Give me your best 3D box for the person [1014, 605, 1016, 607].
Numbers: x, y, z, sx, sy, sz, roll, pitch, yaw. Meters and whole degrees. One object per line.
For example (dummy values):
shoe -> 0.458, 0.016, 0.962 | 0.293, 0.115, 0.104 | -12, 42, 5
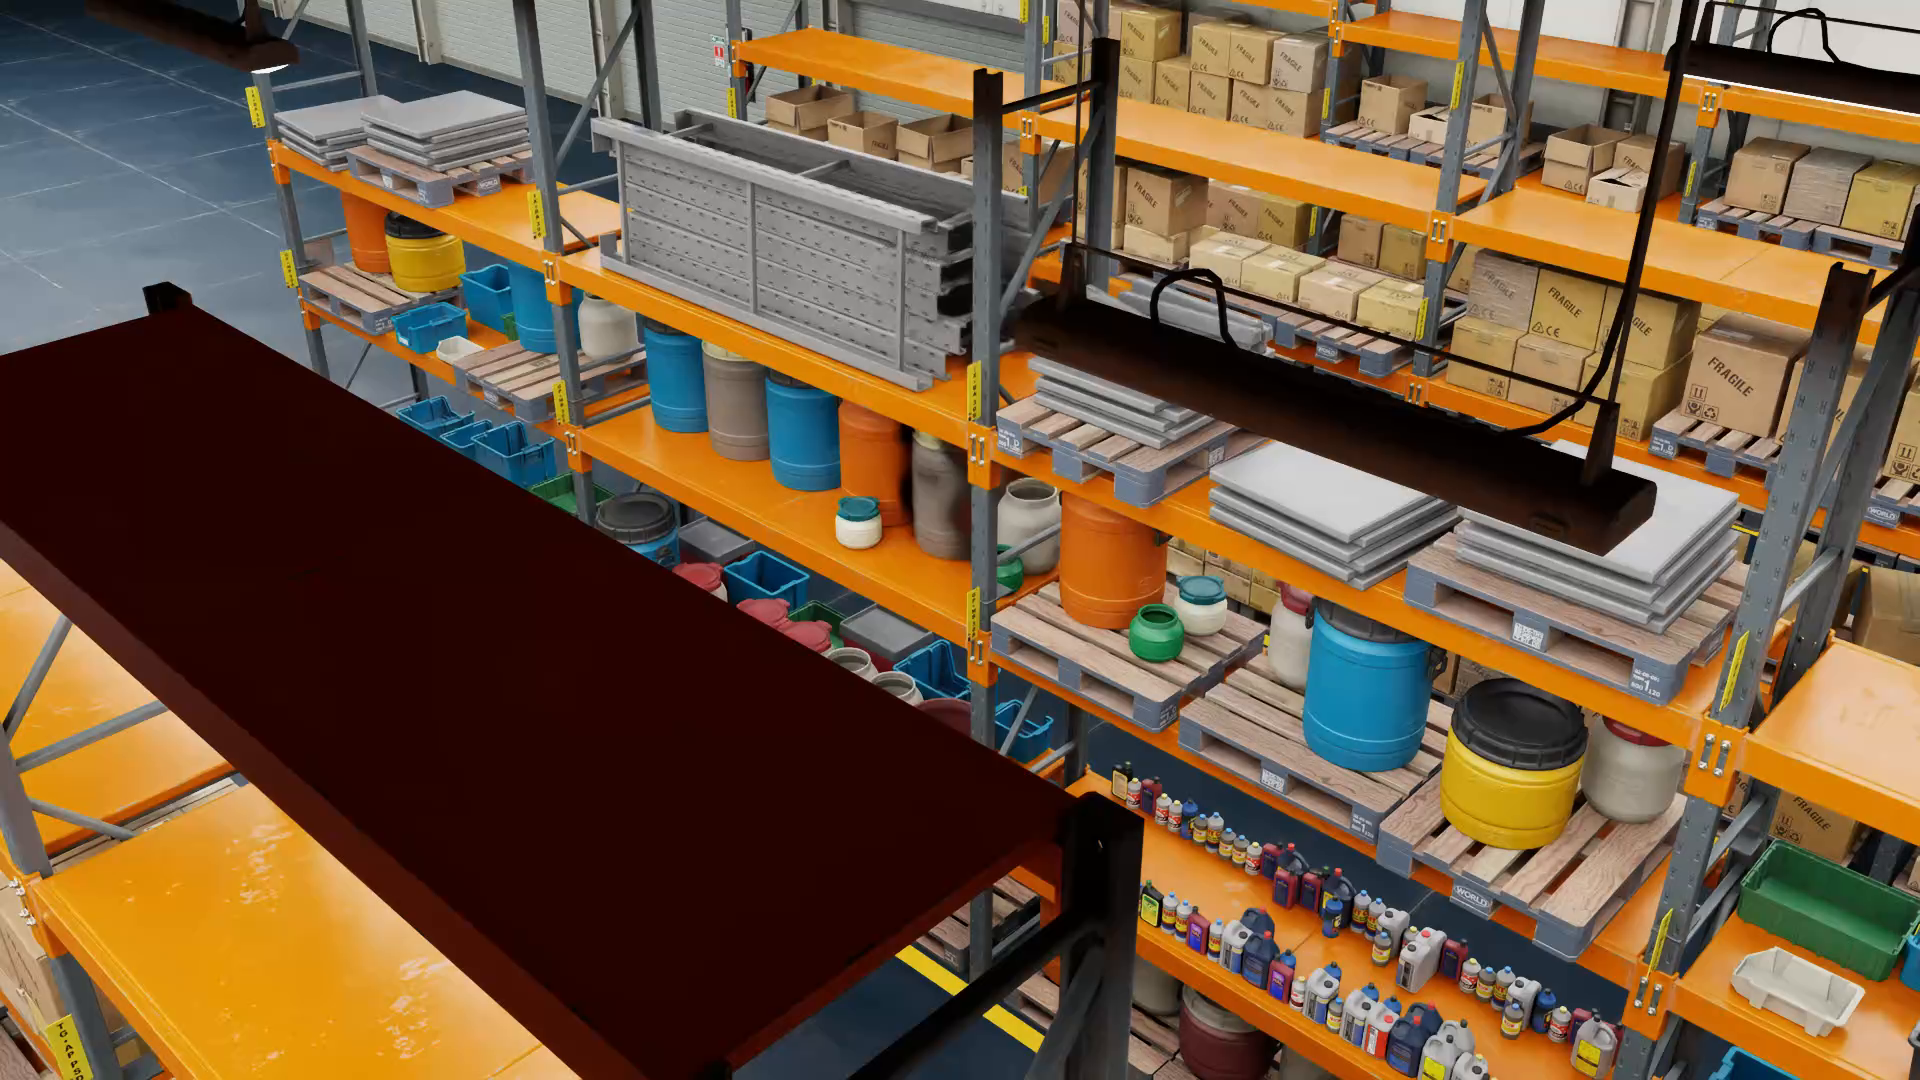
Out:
person -> 0.123, 0.061, 14.462 | 0.847, 1.722, 0.697 | -2, 29, -4
